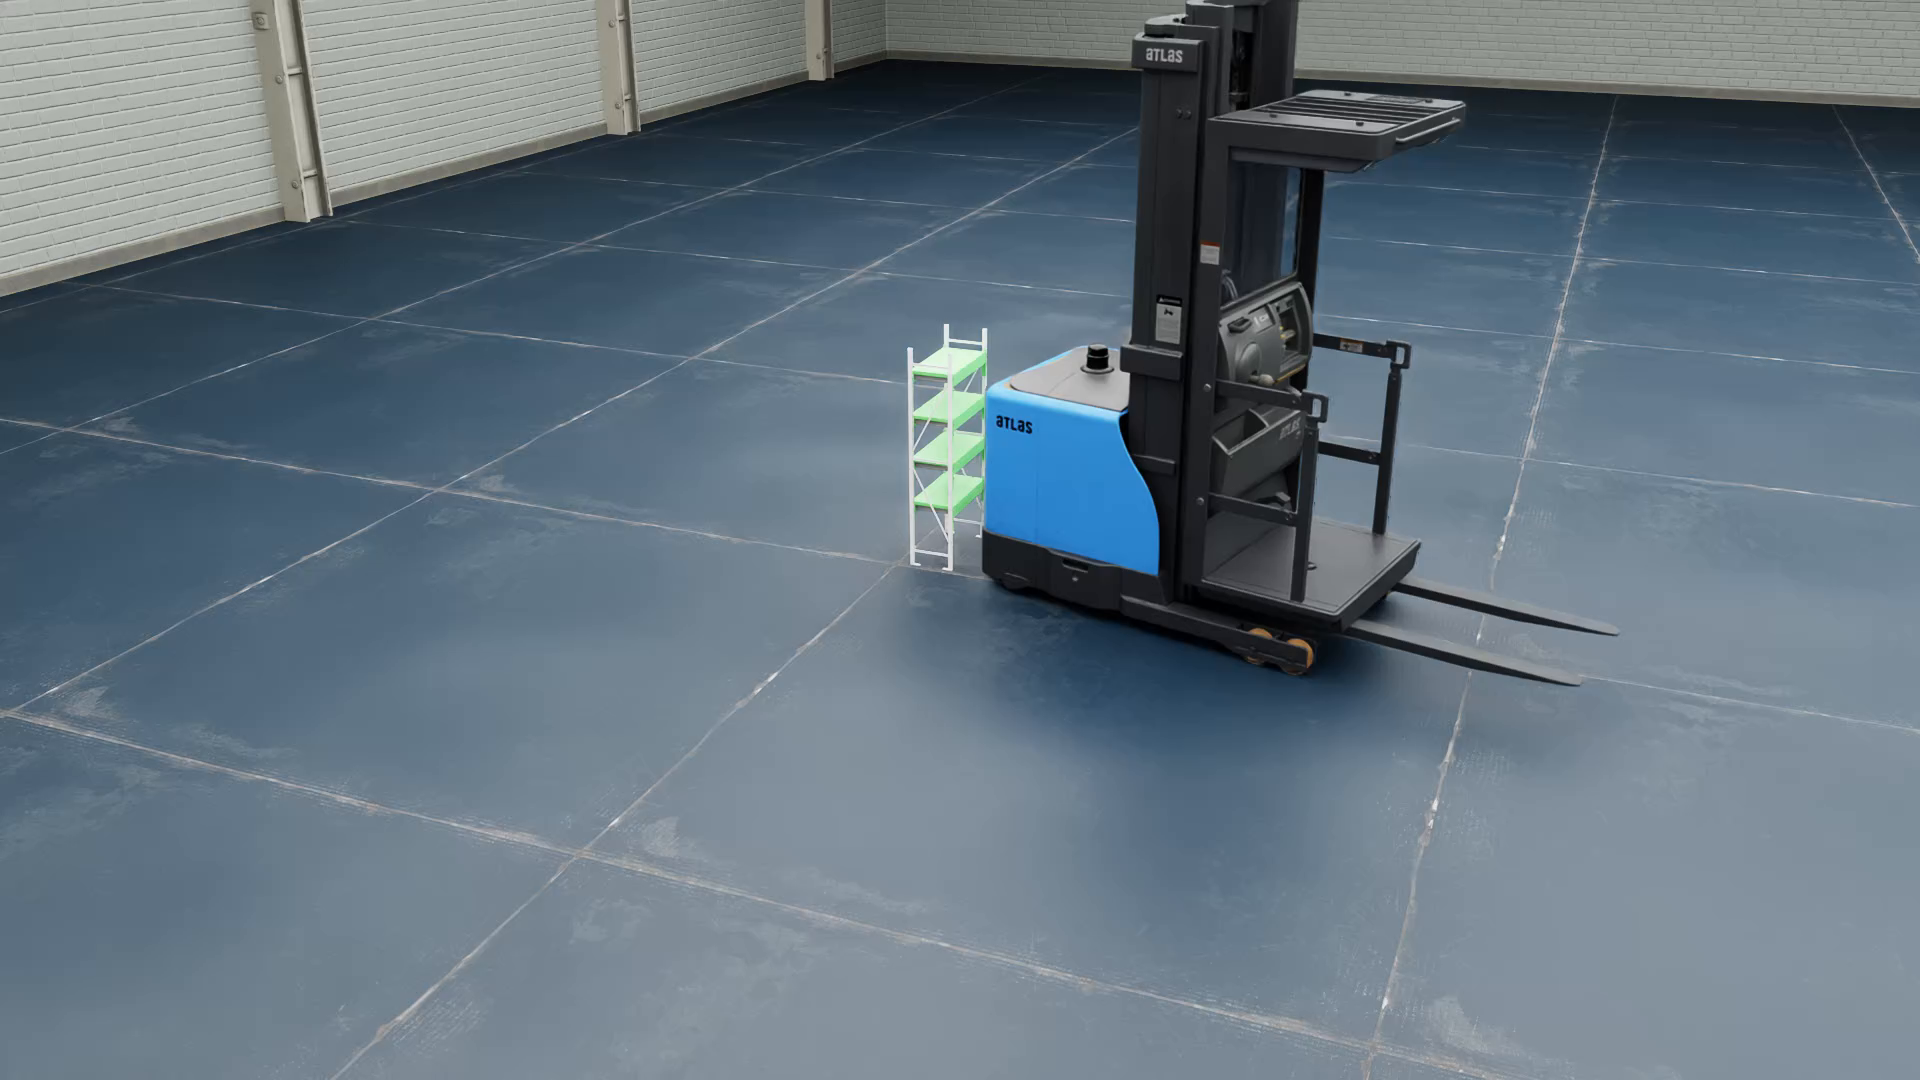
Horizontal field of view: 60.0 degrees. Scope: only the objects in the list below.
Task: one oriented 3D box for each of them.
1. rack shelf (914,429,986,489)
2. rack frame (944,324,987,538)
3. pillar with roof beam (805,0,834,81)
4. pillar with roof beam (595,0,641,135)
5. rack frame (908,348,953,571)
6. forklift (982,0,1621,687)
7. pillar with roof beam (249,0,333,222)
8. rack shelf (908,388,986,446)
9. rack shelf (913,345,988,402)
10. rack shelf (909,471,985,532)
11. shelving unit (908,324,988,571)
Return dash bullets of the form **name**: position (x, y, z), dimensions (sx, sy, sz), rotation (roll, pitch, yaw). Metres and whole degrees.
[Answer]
- **rack shelf**: position (-0.061, -0.435, 8.902), dimensions (0.258, 0.148, 0.480), rotation (9, 24, 20)
- **rack frame**: position (0.029, -0.582, 9.086), dimensions (0.240, 1.200, 0.015), rotation (9, 24, 20)
- **pillar with roof beam**: position (1.689, -11.179, 24.337), dimensions (9.100, 9.000, 0.400), rotation (9, 24, 20)
- **pillar with roof beam**: position (-0.539, -9.032, 19.197), dimensions (9.100, 9.000, 0.400), rotation (9, 24, 20)
- **rack frame**: position (-0.152, -0.407, 8.668), dimensions (0.240, 1.200, 0.015), rotation (9, 24, 20)
- **forklift**: position (1.616, -0.957, 7.738), dimensions (3.031, 2.935, 1.130), rotation (15, 27, 32)
- **pillar with roof beam**: position (-2.768, -6.884, 14.056), dimensions (9.100, 9.000, 0.400), rotation (9, 24, 20)
- **rack shelf**: position (-0.061, -0.657, 8.809), dimensions (0.258, 0.148, 0.480), rotation (9, 24, 20)
- **rack shelf**: position (-0.062, -0.878, 8.717), dimensions (0.258, 0.148, 0.480), rotation (9, 24, 20)
- **rack shelf**: position (-0.061, -0.214, 8.994), dimensions (0.258, 0.148, 0.480), rotation (9, 24, 20)
- **shelving unit**: position (-0.061, -0.494, 8.877), dimensions (0.258, 1.200, 0.503), rotation (9, 24, 20)
